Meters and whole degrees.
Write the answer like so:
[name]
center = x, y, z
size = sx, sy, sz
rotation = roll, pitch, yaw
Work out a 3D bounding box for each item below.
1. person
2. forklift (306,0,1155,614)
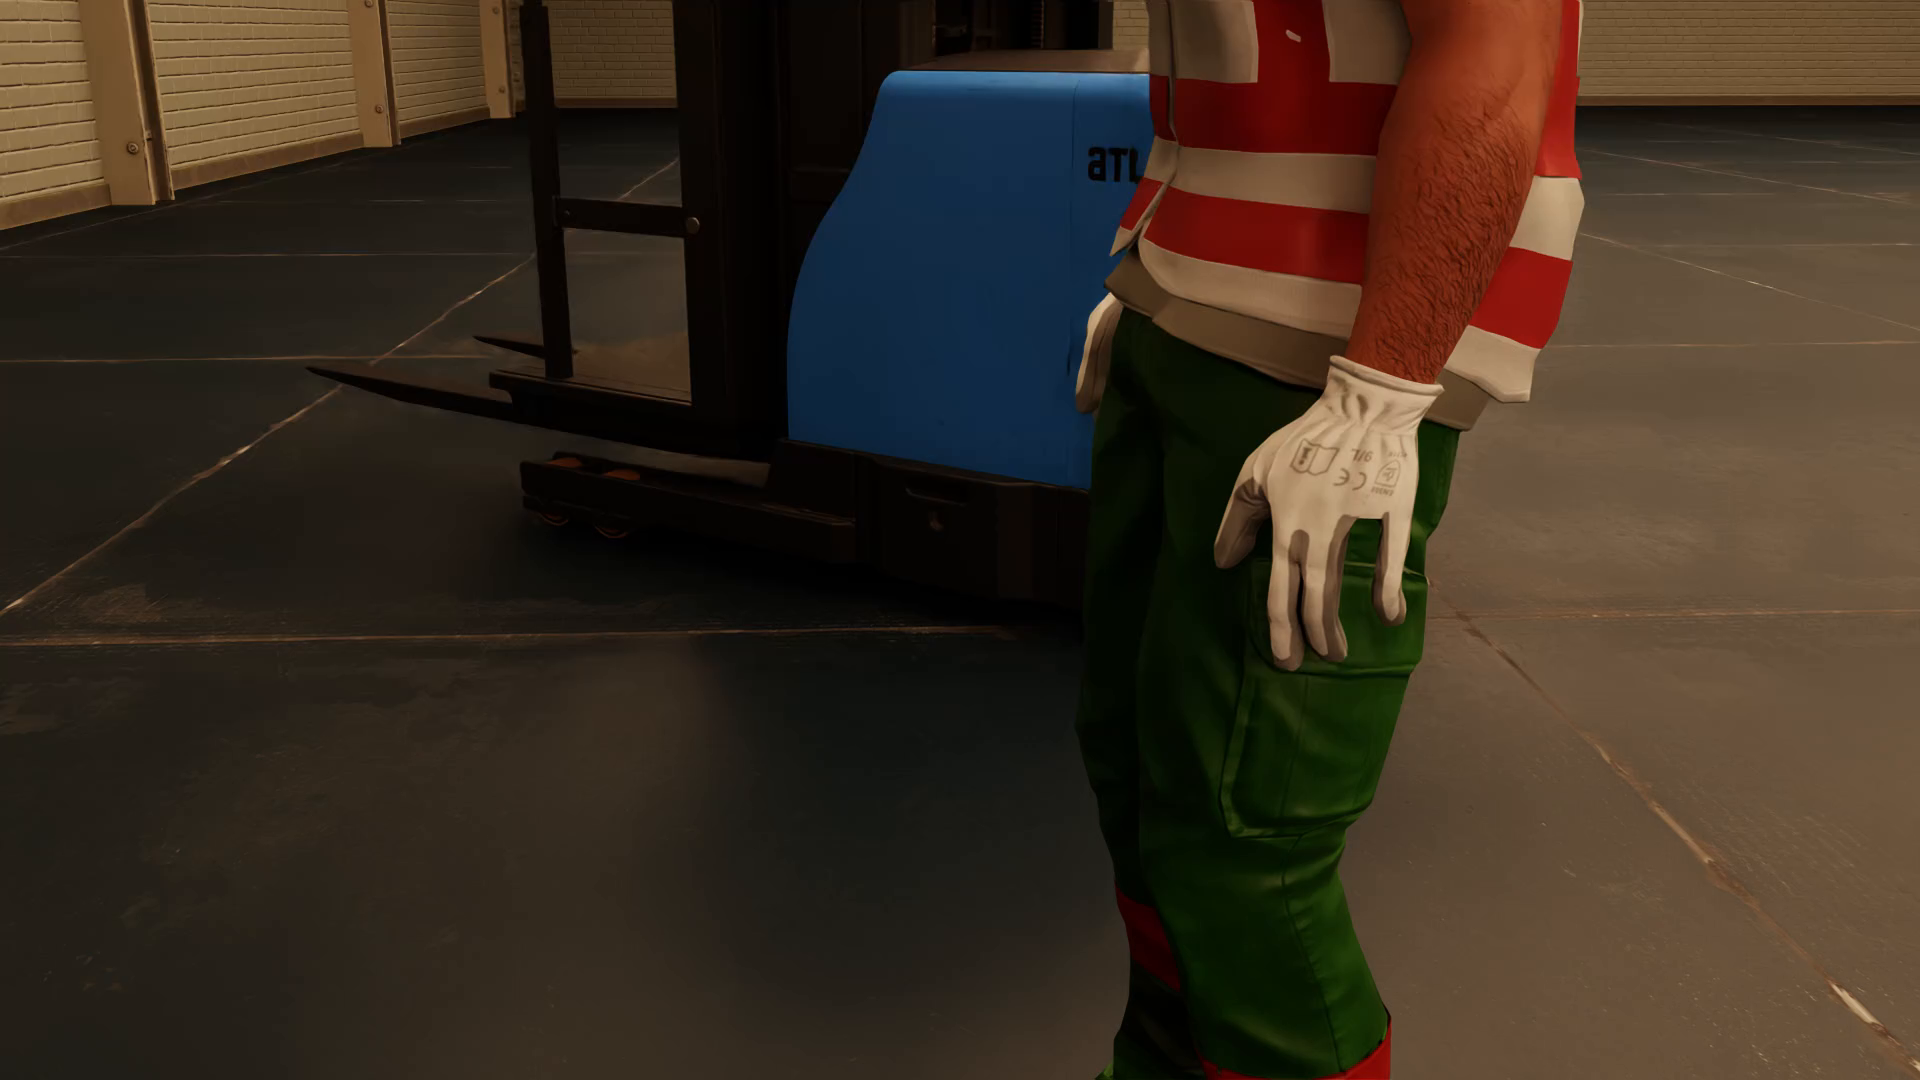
[person]
center = 0.222, -0.138, 1.337
size = 0.450, 1.777, 0.623
rotation = -2, 17, -8
[forklift]
center = -0.451, -1.518, 3.870
size = 3.031, 2.935, 1.130
rotation = 11, 20, 33
